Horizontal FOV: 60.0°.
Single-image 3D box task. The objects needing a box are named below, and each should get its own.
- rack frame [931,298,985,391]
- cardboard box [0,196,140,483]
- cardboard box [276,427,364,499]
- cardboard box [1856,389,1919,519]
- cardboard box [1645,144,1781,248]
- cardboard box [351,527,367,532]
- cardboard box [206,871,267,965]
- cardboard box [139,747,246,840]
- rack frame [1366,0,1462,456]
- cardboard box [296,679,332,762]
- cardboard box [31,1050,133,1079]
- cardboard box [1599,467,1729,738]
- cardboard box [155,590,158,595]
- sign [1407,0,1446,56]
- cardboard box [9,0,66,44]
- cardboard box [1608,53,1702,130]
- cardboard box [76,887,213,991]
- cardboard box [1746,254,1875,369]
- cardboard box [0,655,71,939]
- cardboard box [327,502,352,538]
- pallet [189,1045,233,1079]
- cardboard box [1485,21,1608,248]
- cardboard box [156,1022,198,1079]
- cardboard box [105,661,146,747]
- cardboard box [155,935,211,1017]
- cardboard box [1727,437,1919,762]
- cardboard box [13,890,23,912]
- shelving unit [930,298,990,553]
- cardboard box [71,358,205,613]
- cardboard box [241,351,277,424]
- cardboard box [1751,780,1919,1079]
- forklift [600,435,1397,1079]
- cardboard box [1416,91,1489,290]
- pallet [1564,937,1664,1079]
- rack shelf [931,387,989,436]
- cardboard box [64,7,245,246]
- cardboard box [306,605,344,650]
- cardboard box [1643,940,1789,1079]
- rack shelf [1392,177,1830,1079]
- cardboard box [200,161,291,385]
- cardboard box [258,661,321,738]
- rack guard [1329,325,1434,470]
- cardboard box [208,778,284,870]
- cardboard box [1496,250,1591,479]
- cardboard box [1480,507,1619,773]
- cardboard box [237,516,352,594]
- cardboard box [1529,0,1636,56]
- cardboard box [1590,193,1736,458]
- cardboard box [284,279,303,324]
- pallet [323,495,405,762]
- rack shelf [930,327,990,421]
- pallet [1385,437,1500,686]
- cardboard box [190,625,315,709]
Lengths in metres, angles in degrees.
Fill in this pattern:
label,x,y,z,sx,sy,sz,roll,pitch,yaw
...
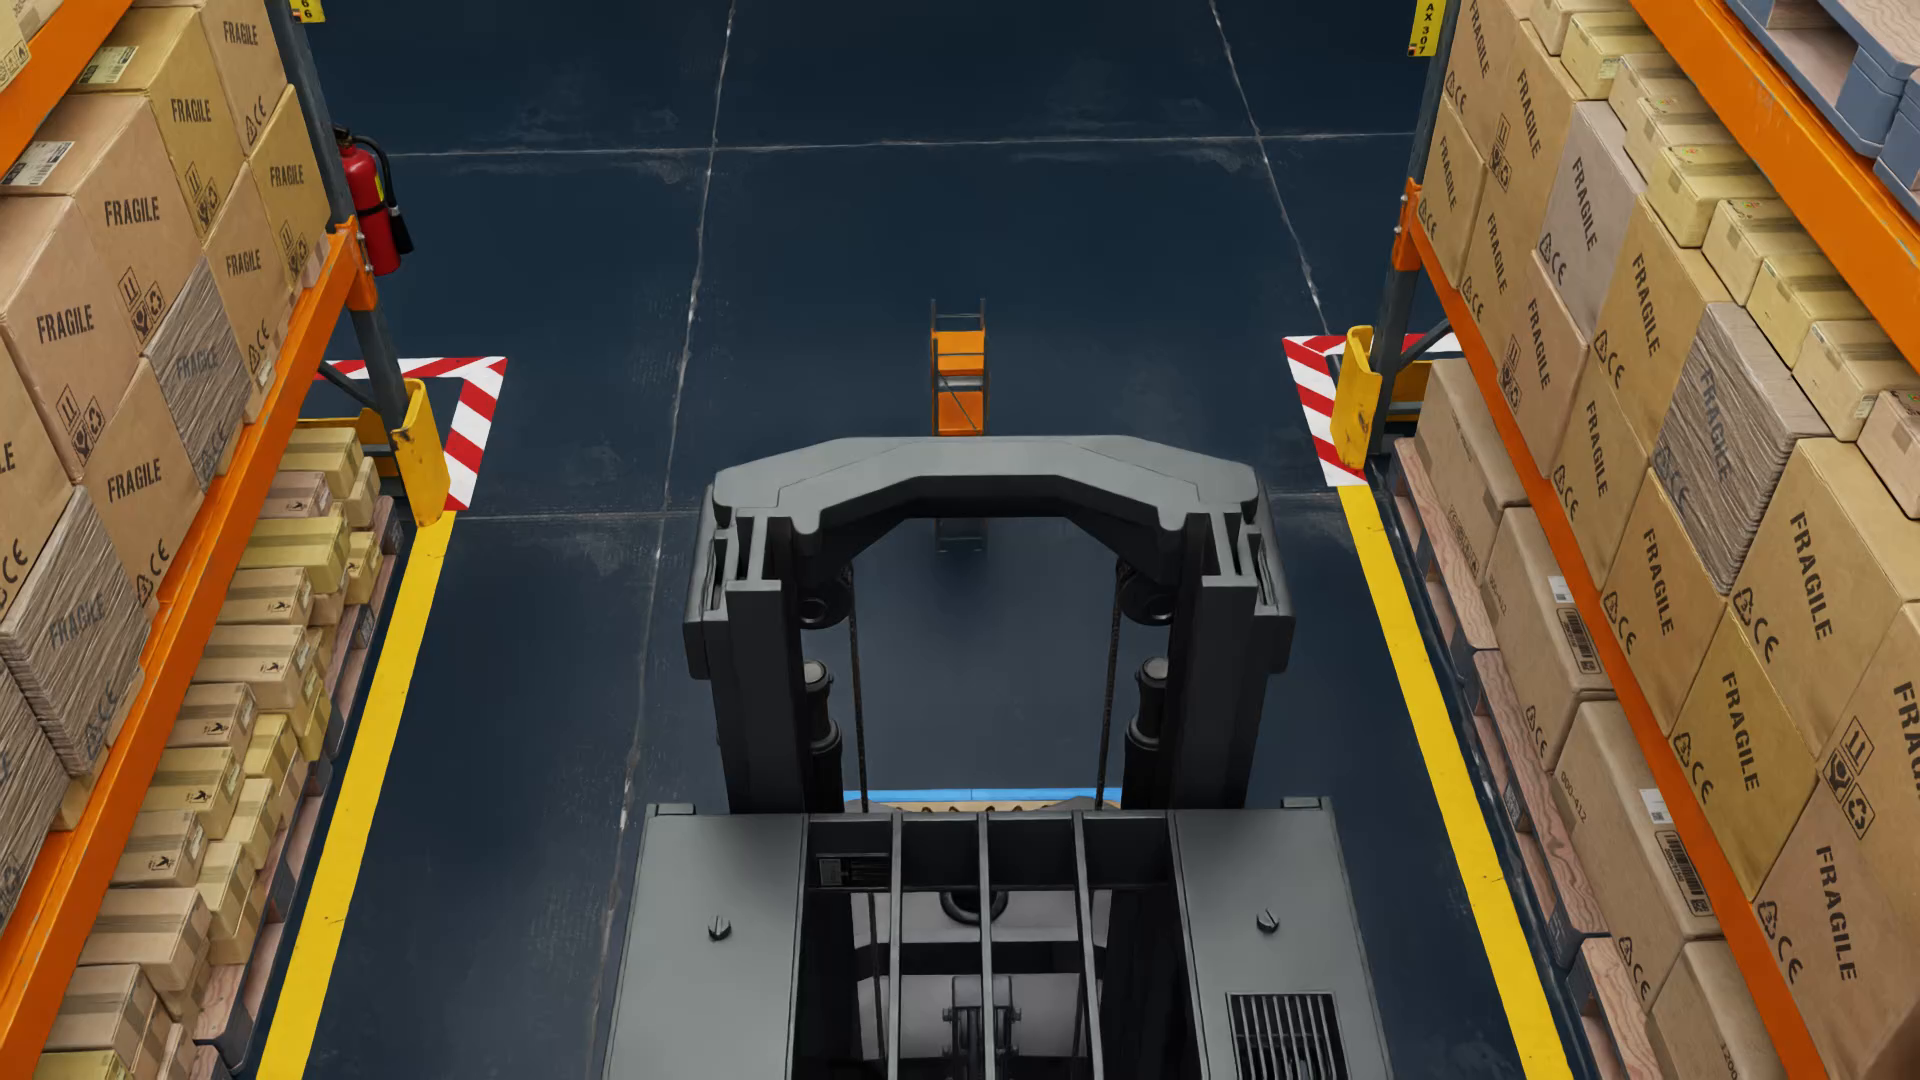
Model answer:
label,x,y,z,sx,sy,sz,roll,pitch,yaw
rack frame,-0.007,-0.506,6.525,0.200,1.050,0.008,-2,43,-2
cardboard box,-2.386,-0.475,4.014,0.500,0.500,0.500,-3,43,-3
cardboard box,-2.456,-0.284,6.199,0.380,0.149,0.250,-1,43,-1
cardboard box,2.116,-0.184,3.437,0.380,0.149,0.250,-2,43,-2
cardboard box,1.972,-0.870,4.185,0.380,0.149,0.250,-3,43,-3
cardboard box,-2.501,-0.066,6.401,0.380,0.149,0.250,-1,43,-1
cardboard box,-2.352,1.156,5.068,0.380,0.149,0.250,-3,43,-3
cardboard box,-2.411,0.772,5.047,0.380,0.149,0.250,-1,43,-2
rack frame,2.209,-1.521,6.190,1.000,3.000,0.127,-2,43,-2
cardboard box,-2.367,0.623,5.650,0.380,0.149,0.250,-3,43,-4
cardboard box,-2.382,1.471,4.284,0.380,0.149,0.250,-2,43,-2
cardboard box,2.041,0.150,4.292,0.500,0.500,0.500,-2,43,-2
cardboard box,-2.441,0.044,4.668,0.380,0.149,0.250,-1,43,-1
sign,1.655,-1.858,5.858,0.100,0.325,0.005,-2,43,-2
cardboard box,-2.412,-1.383,3.930,0.500,0.250,0.500,0,43,0
cardboard box,2.020,-1.212,4.558,0.380,0.149,0.250,-1,43,-1
cardboard box,-2.345,1.121,4.666,0.380,0.149,0.250,-1,43,-1
cardboard box,2.057,-0.529,3.813,0.380,0.149,0.250,-2,43,-3
cardboard box,-2.360,0.567,3.617,0.500,0.500,0.500,-2,43,-2
cardboard box,-2.467,0.002,6.107,0.380,0.149,0.250,-3,43,-3
pallet,-2.626,1.965,4.450,1.003,0.211,1.213,-2,43,-2
cardboard box,1.974,-1.246,5.075,0.500,0.500,0.500,-3,43,-3
cardboard box,-2.391,1.515,4.677,0.380,0.149,0.250,-2,43,-3
cardboard box,-2.352,0.394,4.287,0.380,0.149,0.250,0,43,0
cardboard box,-2.401,1.221,4.776,0.380,0.149,0.250,0,43,0
cardboard box,2.070,0.120,3.585,0.500,0.500,0.500,-2,43,-2
cardboard box,-2.402,0.747,3.901,0.380,0.149,0.250,-3,43,-4
shelving unit,-0.002,-0.423,6.435,0.215,1.050,0.252,-2,43,-2
cardboard box,-2.397,-0.135,4.383,0.500,0.500,0.500,0,43,0
cardboard box,-2.403,-0.497,5.258,0.380,0.149,0.250,-1,43,-1
cardboard box,2.104,0.836,3.544,0.500,0.500,0.500,-1,43,-1
forklift,0.050,1.372,3.084,1.130,2.935,3.031,-1,43,-1
cardboard box,1.943,-1.226,5.794,0.500,0.500,0.500,-2,43,-2
pallet,2.425,1.691,4.749,1.003,0.211,1.213,-2,43,-2
rack shelf,-0.002,-0.415,6.442,0.215,0.259,0.240,-2,43,-2
cardboard box,-2.443,-1.182,4.786,0.500,0.500,0.500,-3,43,-3
cardboard box,-2.464,0.286,6.017,0.380,0.149,0.250,-2,43,-2
cardboard box,2.460,1.542,4.433,0.875,0.438,0.875,-2,43,-2
rack shelf,2.294,0.094,4.960,1.077,0.370,4.000,-2,43,-2
cardboard box,-2.439,-0.814,5.124,0.500,0.500,0.500,-2,43,-2
cardboard box,-2.366,0.524,5.538,0.380,0.149,0.250,-1,43,-1
rack guard,2.208,-0.616,7.052,1.175,0.500,0.348,-2,43,-2
cardboard box,-2.334,0.882,5.147,0.380,0.149,0.250,-1,43,-1
cardboard box,1.996,-0.541,5.047,0.500,0.500,0.500,-2,43,-2
cardboard box,2.385,0.329,5.757,0.875,0.438,0.875,-1,43,-1
cardboard box,-2.365,0.058,5.825,0.380,0.149,0.250,-3,43,-3
cardboard box,1.927,-1.565,4.943,0.380,0.149,0.250,0,43,0
cardboard box,2.026,-0.562,4.329,0.500,0.500,0.500,-1,43,-2
cardboard box,-2.463,-0.837,5.630,0.380,0.149,0.250,-2,43,-2
pallet,-2.730,0.318,6.247,1.003,0.211,1.213,-2,43,-2
rack shelf,-0.002,-0.625,6.250,0.215,0.259,0.240,-2,43,-2
pallet,2.321,0.044,6.546,1.003,0.211,1.213,-2,43,-2
cardboard box,-2.350,0.415,5.436,0.380,0.149,0.250,0,43,0
